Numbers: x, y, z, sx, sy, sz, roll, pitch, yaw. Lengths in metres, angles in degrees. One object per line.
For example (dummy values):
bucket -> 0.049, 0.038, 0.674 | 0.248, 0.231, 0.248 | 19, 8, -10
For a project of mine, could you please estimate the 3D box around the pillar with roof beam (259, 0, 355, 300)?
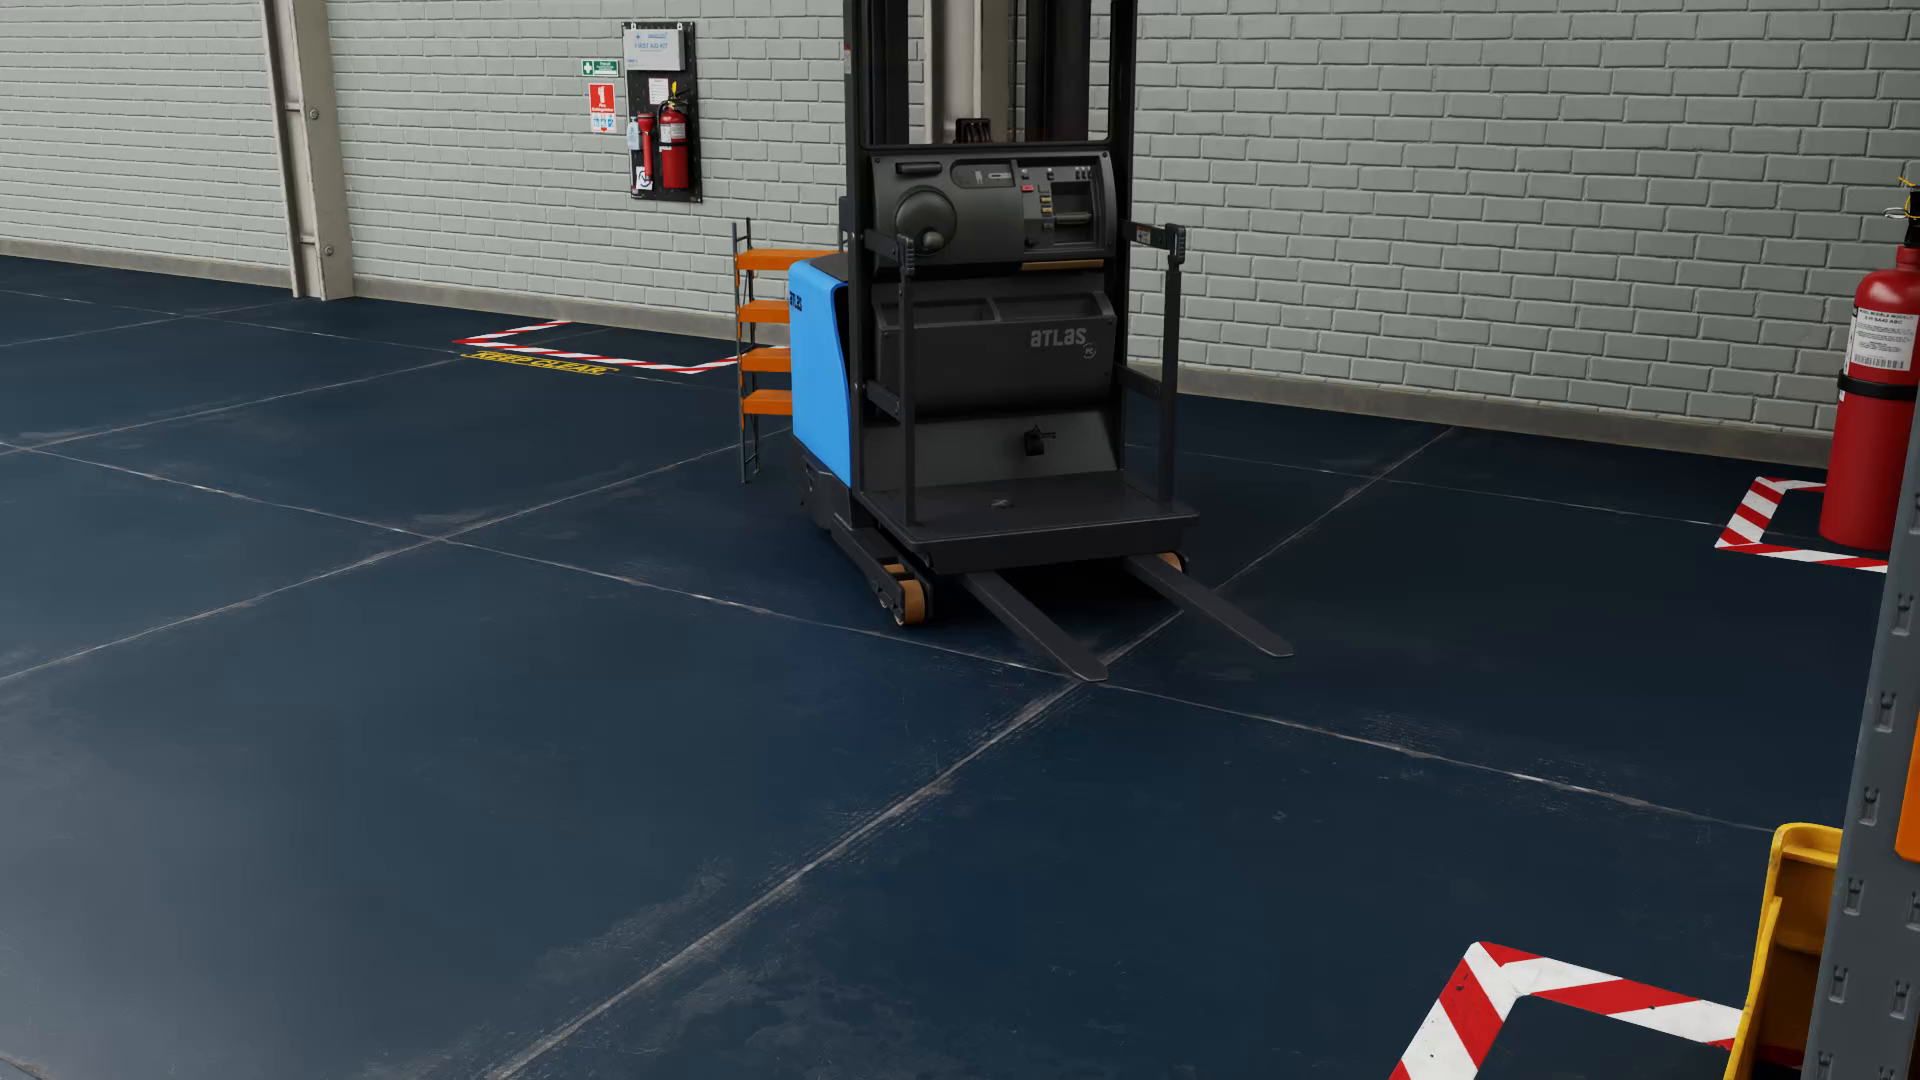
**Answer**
pillar with roof beam -> -7.333, -5.192, 8.490 | 0.400, 9.000, 9.100 | 10, 20, 30

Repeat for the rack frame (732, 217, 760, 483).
rack frame -> -0.989, -0.872, 7.688 | 0.015, 1.200, 0.240 | 3, 17, 9

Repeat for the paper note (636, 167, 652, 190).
paper note -> -2.168, -2.483, 11.409 | 0.142, 0.148, 0.016 | 10, 20, 30

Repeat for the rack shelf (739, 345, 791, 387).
rack shelf -> -0.748, -0.796, 7.668 | 0.480, 0.148, 0.258 | 3, 17, 9

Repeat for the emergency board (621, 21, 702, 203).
emergency board -> -2.053, -2.860, 11.136 | 0.643, 1.169, 0.194 | 10, 20, 30

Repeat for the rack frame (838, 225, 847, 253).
rack frame -> -0.508, -0.848, 7.608 | 0.015, 1.200, 0.240 | 3, 17, 9

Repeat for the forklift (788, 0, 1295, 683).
forklift -> 0.201, -1.230, 5.889 | 1.130, 2.935, 3.031 | -6, 18, -18

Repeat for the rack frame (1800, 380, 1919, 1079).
rack frame -> 1.507, -0.227, 2.467 | 0.127, 3.000, 1.000 | 10, 20, 30

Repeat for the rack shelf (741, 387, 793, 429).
rack shelf -> -0.748, -0.606, 7.725 | 0.480, 0.148, 0.258 | 3, 17, 9

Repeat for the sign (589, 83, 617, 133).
sign -> -2.470, -2.987, 11.492 | 0.234, 0.329, 0.001 | 10, 20, 30

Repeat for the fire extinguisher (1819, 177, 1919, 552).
fire extinguisher -> 1.650, -0.323, 2.916 | 0.183, 0.674, 0.296 | 10, 20, 30

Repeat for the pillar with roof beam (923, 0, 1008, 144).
pillar with roof beam -> -2.220, -4.279, 5.485 | 0.400, 9.000, 9.100 | 10, 20, 30

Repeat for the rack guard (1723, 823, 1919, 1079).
rack guard -> 1.487, 0.965, 2.843 | 0.348, 0.500, 1.175 | 10, 20, 30

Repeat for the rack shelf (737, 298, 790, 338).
rack shelf -> -0.748, -1.010, 7.603 | 0.480, 0.148, 0.258 | 3, 17, 9

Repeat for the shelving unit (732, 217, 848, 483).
shelving unit -> -0.748, -0.860, 7.648 | 0.503, 1.200, 0.258 | 3, 17, 9

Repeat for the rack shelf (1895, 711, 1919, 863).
rack shelf -> 3.211, 0.422, 1.570 | 4.000, 0.370, 1.077 | 10, 20, 30

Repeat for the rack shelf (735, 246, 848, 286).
rack shelf -> -0.748, -1.236, 7.534 | 0.480, 0.148, 0.258 | 3, 17, 9

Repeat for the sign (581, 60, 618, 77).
sign -> -2.471, -3.237, 11.405 | 0.331, 0.109, 0.001 | 10, 20, 30
